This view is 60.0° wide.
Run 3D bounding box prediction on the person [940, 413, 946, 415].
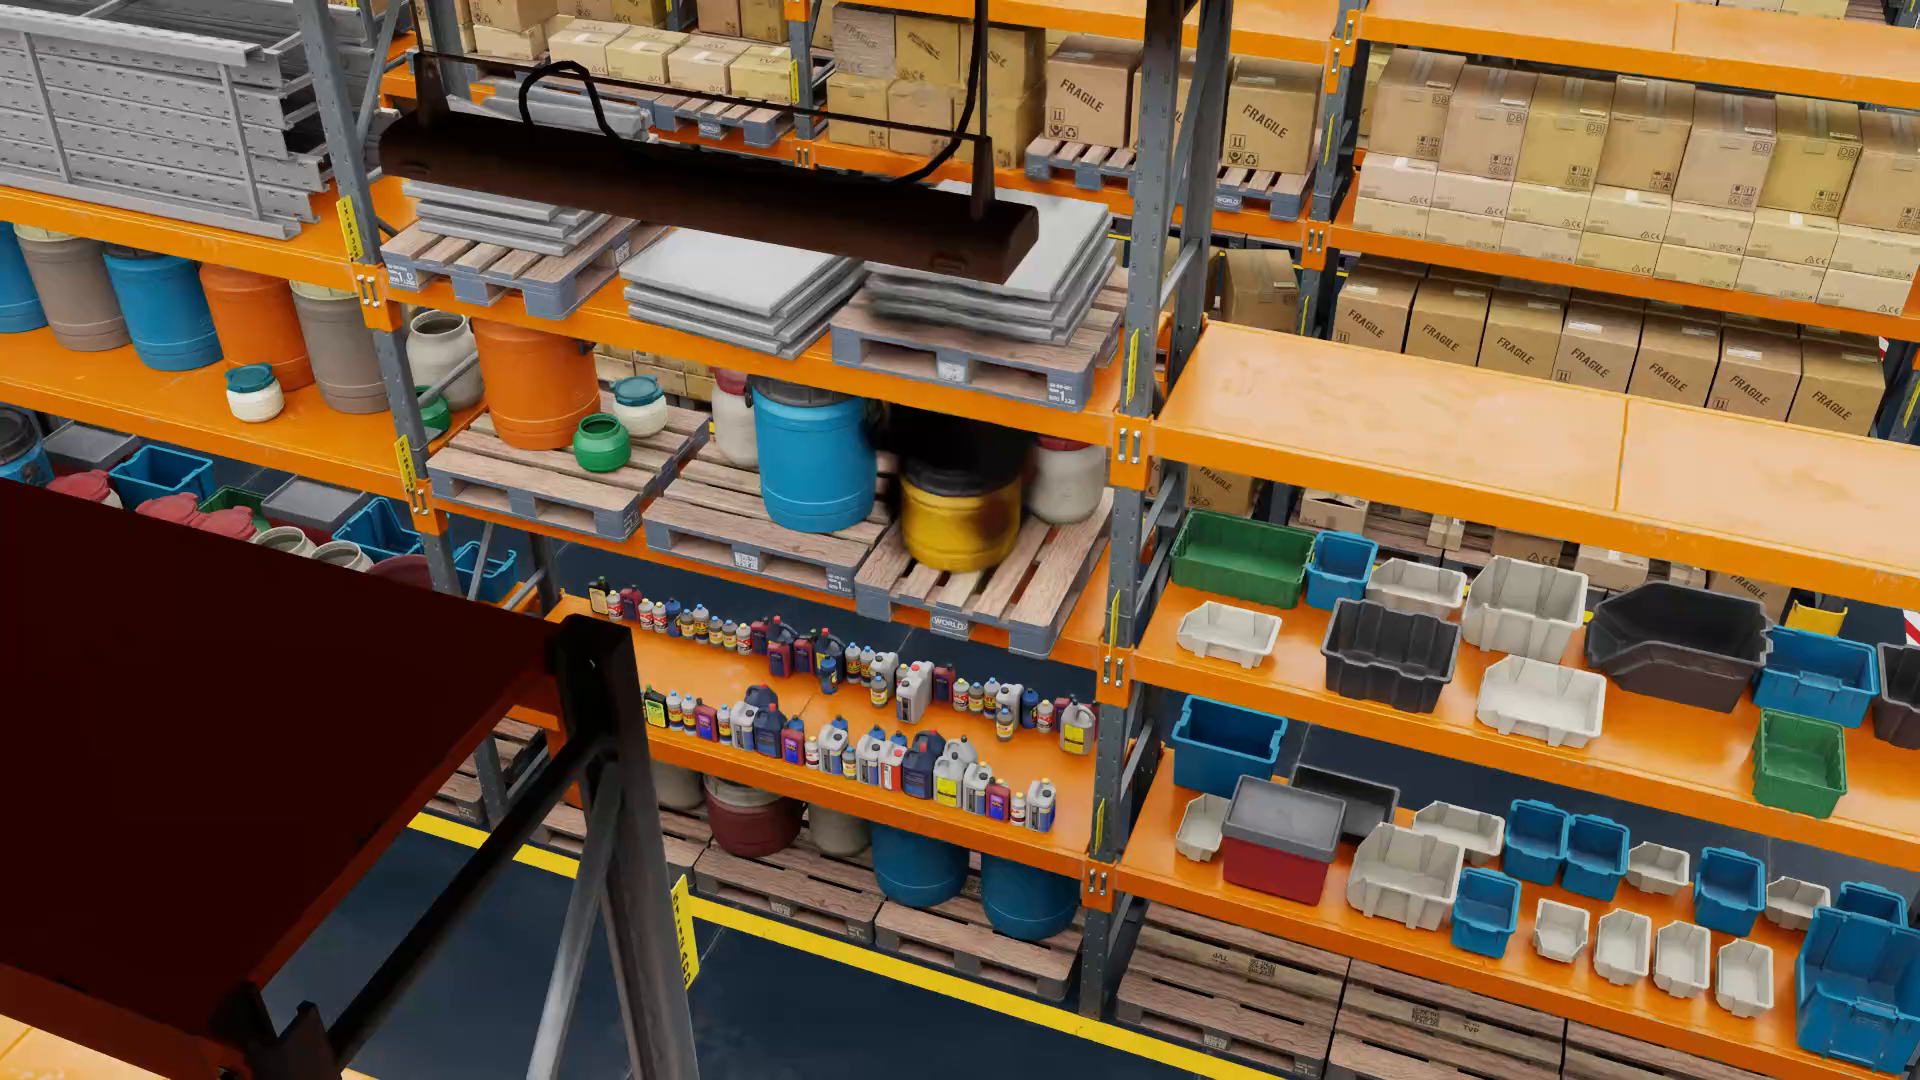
[{"bbox_3d":[-0.020,-0.298,11.826,0.771,1.881,0.660,9,37,12],"label":"person"}]
